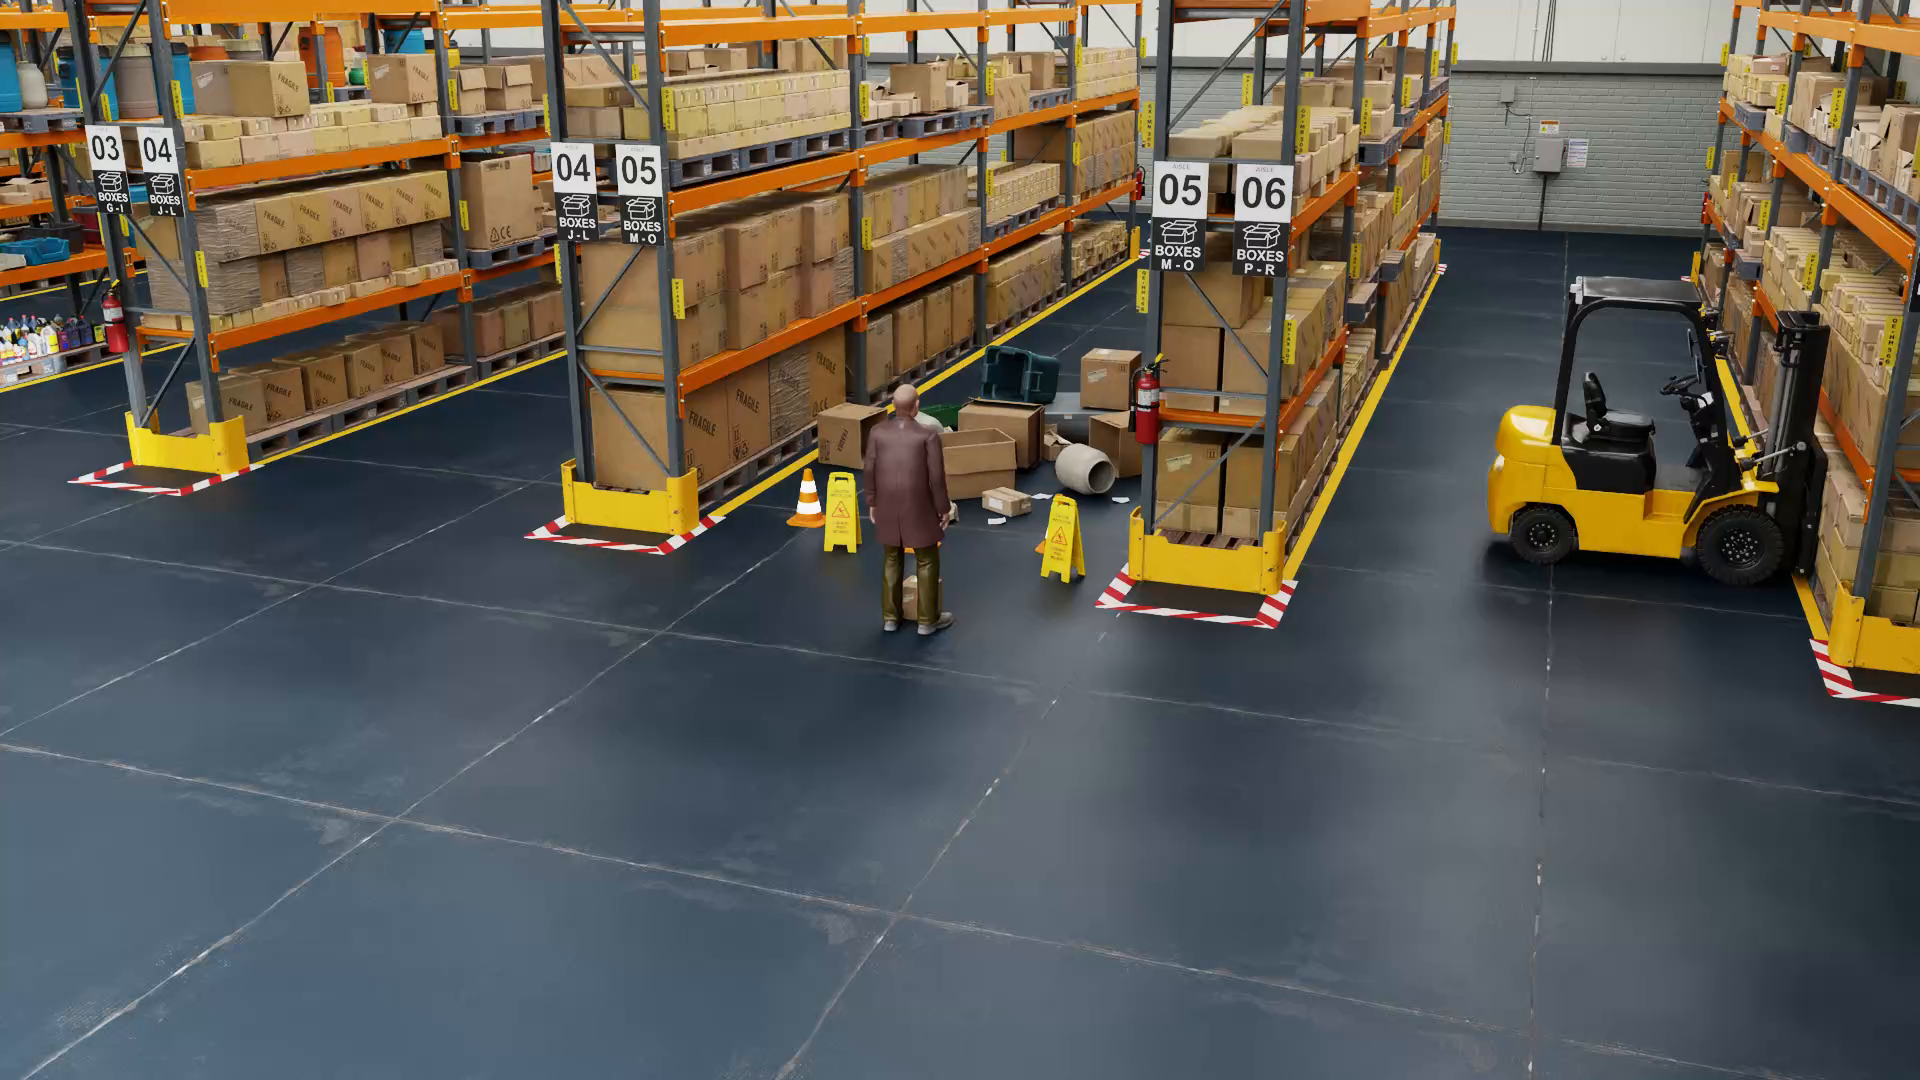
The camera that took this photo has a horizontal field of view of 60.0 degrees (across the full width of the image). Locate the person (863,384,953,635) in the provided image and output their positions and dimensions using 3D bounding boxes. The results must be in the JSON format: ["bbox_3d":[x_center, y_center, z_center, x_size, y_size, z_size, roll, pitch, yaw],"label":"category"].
[{"bbox_3d":[-0.367,-0.219,11.741,0.644,1.774,0.427,6,19,19],"label":"person"}]
